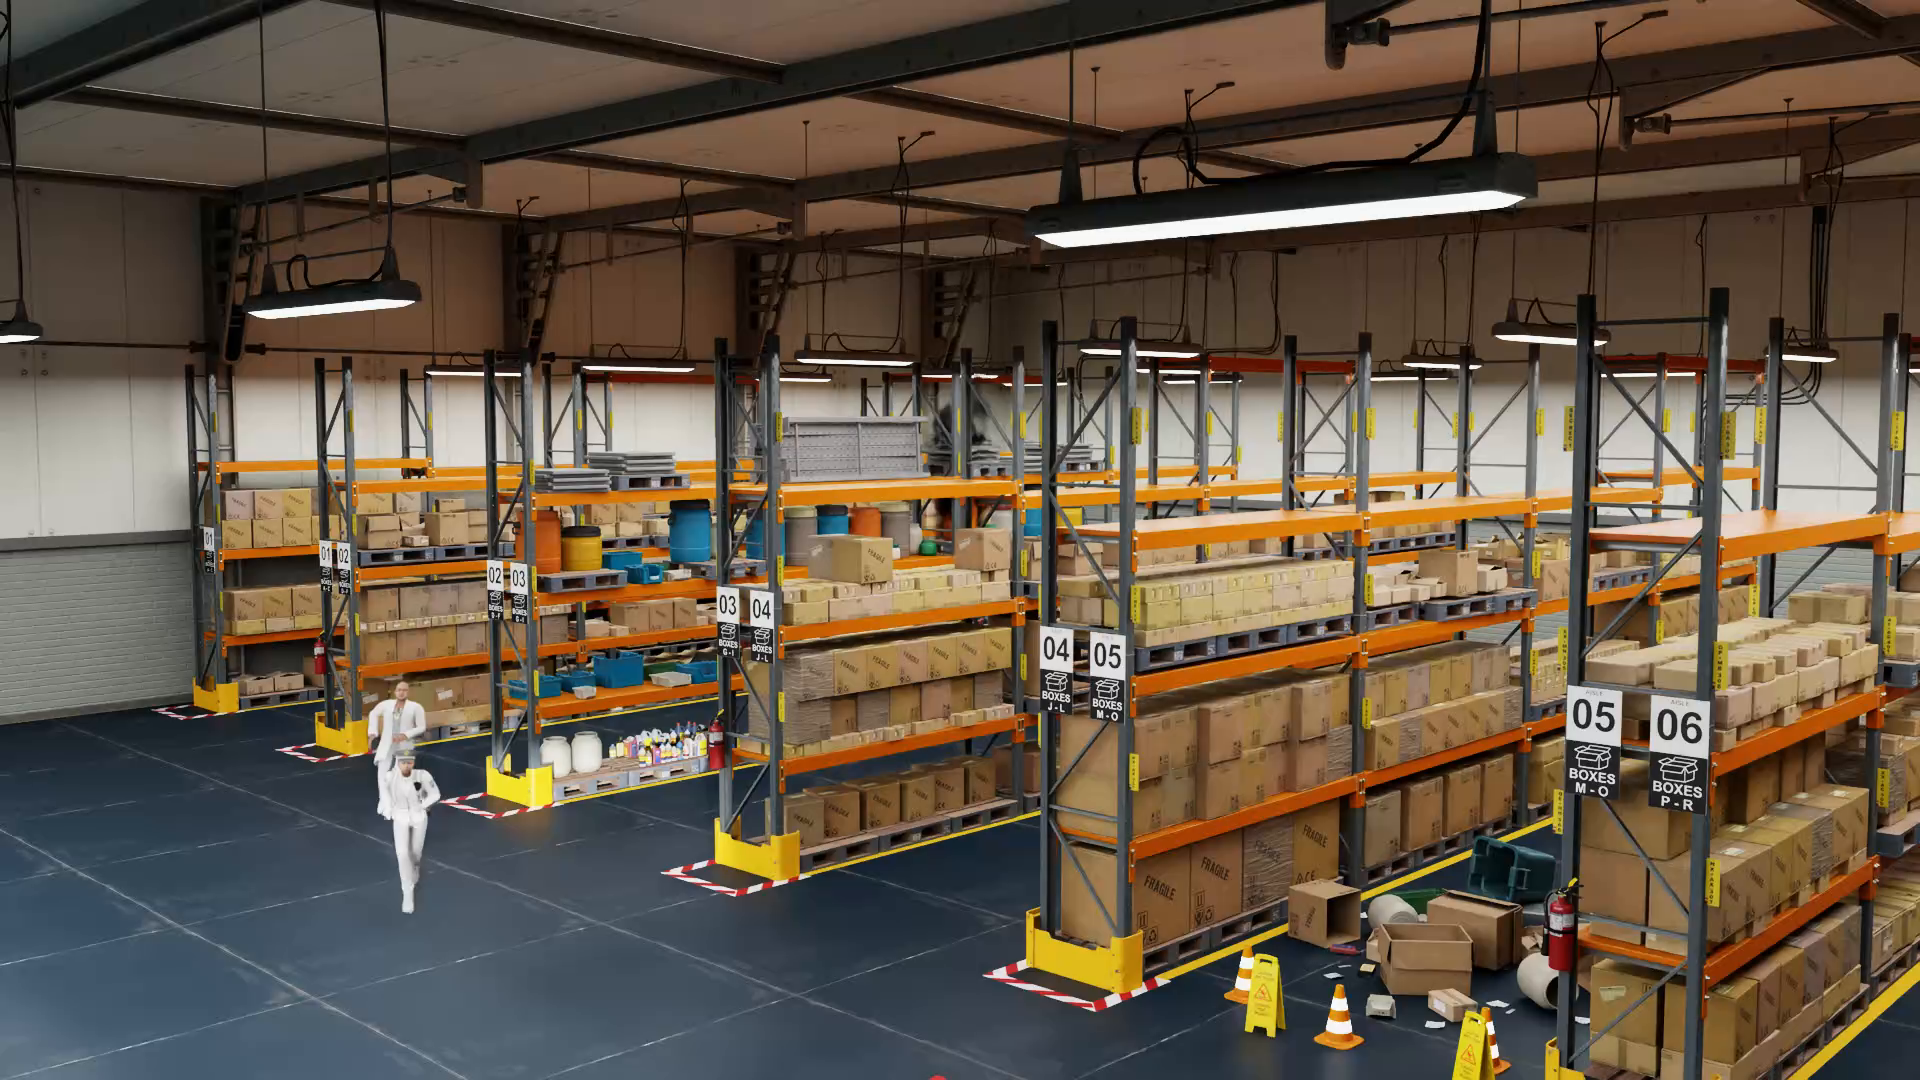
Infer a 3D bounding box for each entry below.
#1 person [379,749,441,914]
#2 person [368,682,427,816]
[{"bbox_3d":[-5.818,2.996,17.611,0.616,1.688,1.017,-1,5,-18],"label":"person"},{"bbox_3d":[-7.192,2.674,21.230,0.728,1.718,0.643,-1,4,-13],"label":"person"}]
